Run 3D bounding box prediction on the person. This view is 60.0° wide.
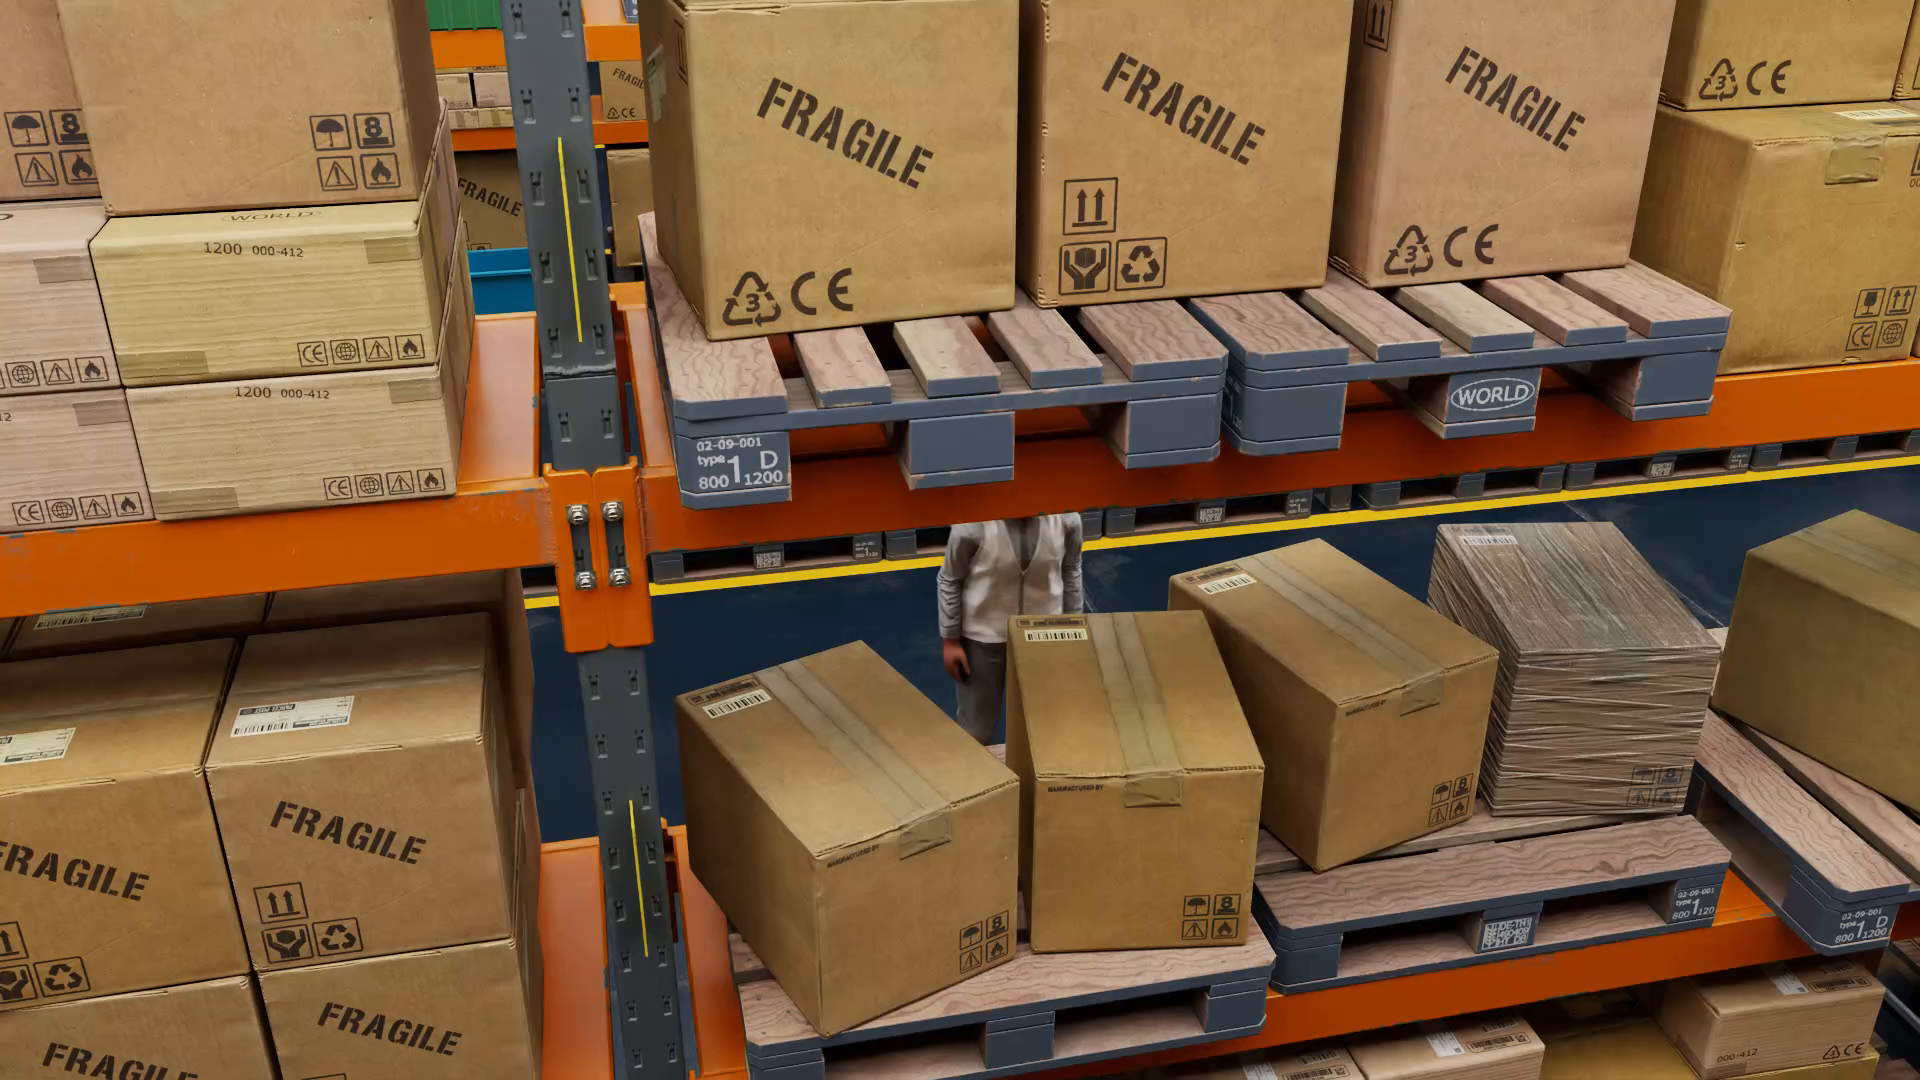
[{"bbox_3d":[0.201,0.358,6.371,0.579,1.769,0.466,-7,27,-14],"label":"person"}]
